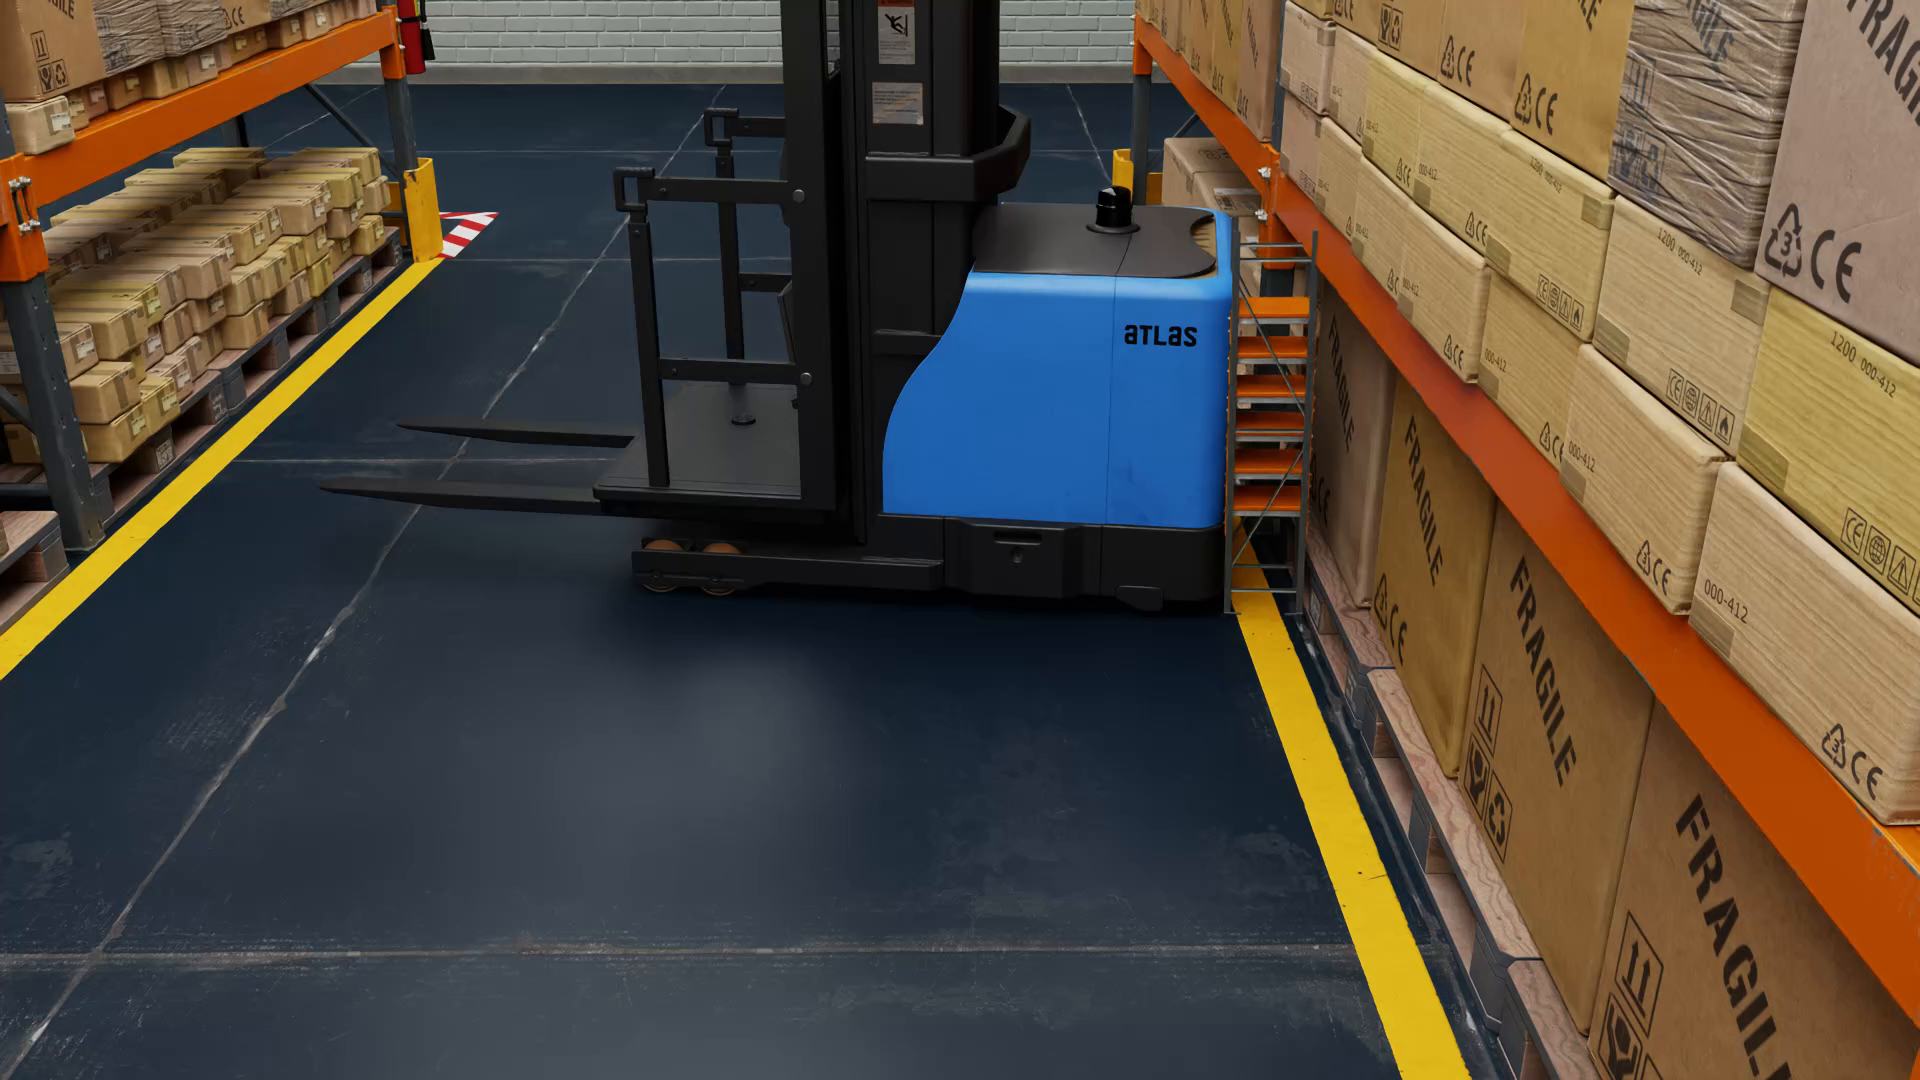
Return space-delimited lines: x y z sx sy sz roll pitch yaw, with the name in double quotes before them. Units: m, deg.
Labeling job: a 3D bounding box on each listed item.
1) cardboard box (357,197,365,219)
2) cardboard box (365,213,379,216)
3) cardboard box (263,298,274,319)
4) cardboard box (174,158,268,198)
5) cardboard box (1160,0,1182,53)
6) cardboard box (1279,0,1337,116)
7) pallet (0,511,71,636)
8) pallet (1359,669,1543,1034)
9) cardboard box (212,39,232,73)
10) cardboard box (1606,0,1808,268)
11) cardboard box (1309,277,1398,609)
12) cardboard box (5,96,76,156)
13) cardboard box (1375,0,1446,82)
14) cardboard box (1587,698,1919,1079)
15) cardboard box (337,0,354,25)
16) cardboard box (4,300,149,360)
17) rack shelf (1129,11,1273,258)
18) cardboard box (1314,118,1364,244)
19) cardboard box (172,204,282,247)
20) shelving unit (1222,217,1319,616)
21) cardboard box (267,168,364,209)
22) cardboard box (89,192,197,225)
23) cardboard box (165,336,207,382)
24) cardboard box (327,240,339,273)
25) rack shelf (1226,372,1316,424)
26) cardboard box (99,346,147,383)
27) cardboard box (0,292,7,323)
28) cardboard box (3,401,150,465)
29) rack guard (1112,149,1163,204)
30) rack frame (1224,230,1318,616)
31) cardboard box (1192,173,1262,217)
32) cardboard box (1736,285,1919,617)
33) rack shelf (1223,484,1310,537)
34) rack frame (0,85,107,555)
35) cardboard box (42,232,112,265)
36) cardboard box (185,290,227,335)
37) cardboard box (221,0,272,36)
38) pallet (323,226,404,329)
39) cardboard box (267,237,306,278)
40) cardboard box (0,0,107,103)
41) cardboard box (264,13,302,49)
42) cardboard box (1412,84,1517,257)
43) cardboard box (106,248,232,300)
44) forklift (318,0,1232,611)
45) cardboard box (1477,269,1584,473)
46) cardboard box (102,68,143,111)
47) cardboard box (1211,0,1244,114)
"cardboard box" -3.255 -1.693 8.441 0.380 0.149 0.250 -1 24 -2
"cardboard box" -3.281 -1.665 8.742 0.380 0.149 0.250 0 24 0
"cardboard box" -3.268 -1.027 7.330 0.380 0.149 0.250 0 24 1
"cardboard box" -3.706 -1.822 8.366 0.380 0.149 0.250 0 24 0
"cardboard box" 1.193 -2.481 7.475 0.500 0.500 0.500 0 24 -1
"cardboard box" 1.220 -1.381 4.740 0.500 0.250 0.500 -1 24 -2
"pallet" -3.441 0.251 4.939 1.003 0.211 1.213 0 24 -1
"pallet" 1.597 0.688 3.973 1.003 0.211 1.213 0 24 -1
"cardboard box" -3.240 -1.997 6.830 0.380 0.149 0.250 1 24 1
"cardboard box" 1.260 -0.681 2.280 0.500 0.500 0.500 0 24 0
"cardboard box" 1.584 -0.373 5.003 0.875 0.875 0.875 0 24 1
"cardboard box" -3.127 -1.344 5.387 0.380 0.149 0.250 1 24 1
"cardboard box" 1.251 -1.307 3.665 0.500 0.500 0.500 -1 24 -2
"cardboard box" 1.616 0.736 2.552 0.875 0.875 0.875 0 24 -1
"cardboard box" -3.244 -2.639 8.249 0.380 0.149 0.250 0 24 -1
"cardboard box" -3.192 -0.761 6.020 0.380 0.149 0.250 1 24 2
"rack shelf" 1.475 -1.901 7.186 1.077 0.370 4.000 0 24 -1
"cardboard box" 1.245 -0.940 4.371 0.500 0.250 0.500 -1 24 -2
"cardboard box" -3.271 -1.399 7.431 0.380 0.149 0.250 -1 24 -2
"shelving unit" 0.926 -0.356 5.001 0.258 1.200 0.189 1 23 7
"cardboard box" -3.161 -1.725 8.153 0.380 0.149 0.250 -1 24 -2
"cardboard box" -3.752 -1.501 7.657 0.380 0.149 0.250 1 24 2
"cardboard box" -3.244 -0.701 6.609 0.380 0.149 0.250 -1 24 -2
"cardboard box" -3.244 -1.349 8.042 0.380 0.149 0.250 0 24 0
"rack shelf" 0.923 -0.425 4.971 0.258 0.103 0.180 1 23 7
"cardboard box" -3.228 -0.623 6.077 0.380 0.149 0.250 0 24 0
"cardboard box" -3.768 -0.857 6.233 0.380 0.149 0.250 0 24 -1
"cardboard box" -3.134 -0.384 5.910 0.380 0.149 0.250 -1 24 -3
"rack guard" 1.453 -1.924 9.397 1.175 0.500 0.348 0 24 -1
"rack frame" 0.915 -0.320 4.917 0.240 1.200 0.006 1 23 7
"cardboard box" 1.579 -1.428 7.867 0.875 0.438 0.875 0 24 1
"cardboard box" 1.282 -0.114 1.938 0.500 0.250 0.500 0 24 -1
"rack shelf" 0.938 -0.095 5.112 0.258 0.103 0.180 1 23 7
"rack frame" -3.451 -1.341 5.074 1.000 3.000 0.127 0 24 -1
"cardboard box" -3.803 -1.187 6.962 0.380 0.149 0.250 -1 24 -2
"cardboard box" -3.246 -0.948 6.795 0.380 0.149 0.250 1 24 2
"cardboard box" -3.222 -2.359 6.844 0.500 0.500 0.500 1 24 2
"pallet" -3.521 -1.352 8.483 1.003 0.211 1.213 0 24 -1
"cardboard box" -3.194 -1.267 7.501 0.380 0.149 0.250 1 24 2
"cardboard box" -3.205 -1.727 5.446 0.500 0.500 0.500 -1 24 -2
"cardboard box" -3.226 -2.322 7.548 0.380 0.149 0.250 -1 24 -3
"cardboard box" 1.240 -0.750 3.344 0.500 0.250 0.500 -1 24 -2
"cardboard box" -3.190 -1.077 6.720 0.380 0.149 0.250 0 24 1
"forklift" -0.624 -1.369 5.219 3.031 2.935 1.130 3 25 7
"cardboard box" 1.265 -0.313 2.984 0.500 0.250 0.500 0 24 -1
"cardboard box" -3.257 -1.672 6.112 0.380 0.149 0.250 -1 24 -3
"cardboard box" 1.226 -1.852 6.083 0.500 0.500 0.500 -1 24 -2
